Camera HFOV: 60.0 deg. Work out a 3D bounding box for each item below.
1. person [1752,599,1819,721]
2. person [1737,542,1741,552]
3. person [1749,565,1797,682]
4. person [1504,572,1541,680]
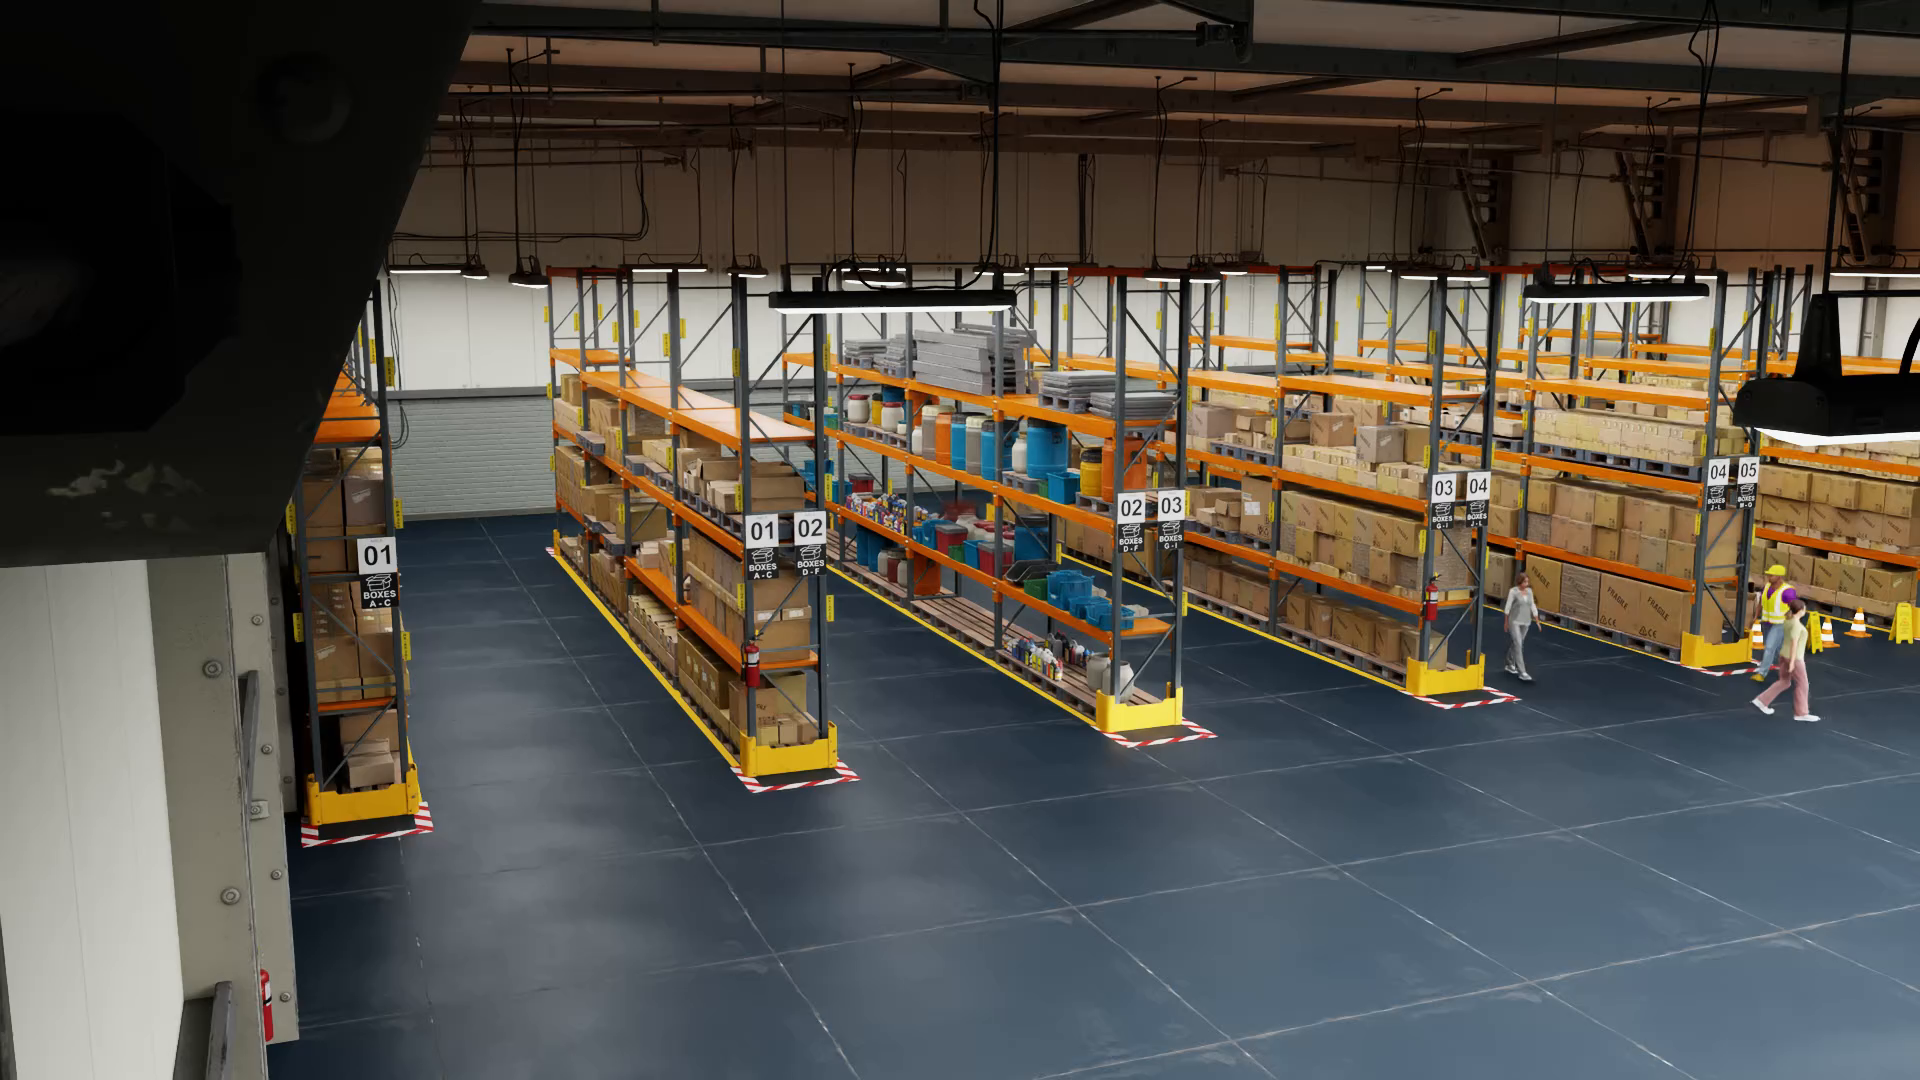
[{"bbox_3d":[11.258,1.616,22.605,0.789,1.653,0.463,0,10,1],"label":"person"},{"bbox_3d":[15.811,-0.286,33.473,0.577,1.673,0.742,-6,12,-31],"label":"person"},{"bbox_3d":[12.063,1.220,24.646,1.007,1.727,0.615,-4,11,-20],"label":"person"},{"bbox_3d":[8.400,1.270,24.790,0.456,1.564,0.764,-3,10,-18],"label":"person"}]
